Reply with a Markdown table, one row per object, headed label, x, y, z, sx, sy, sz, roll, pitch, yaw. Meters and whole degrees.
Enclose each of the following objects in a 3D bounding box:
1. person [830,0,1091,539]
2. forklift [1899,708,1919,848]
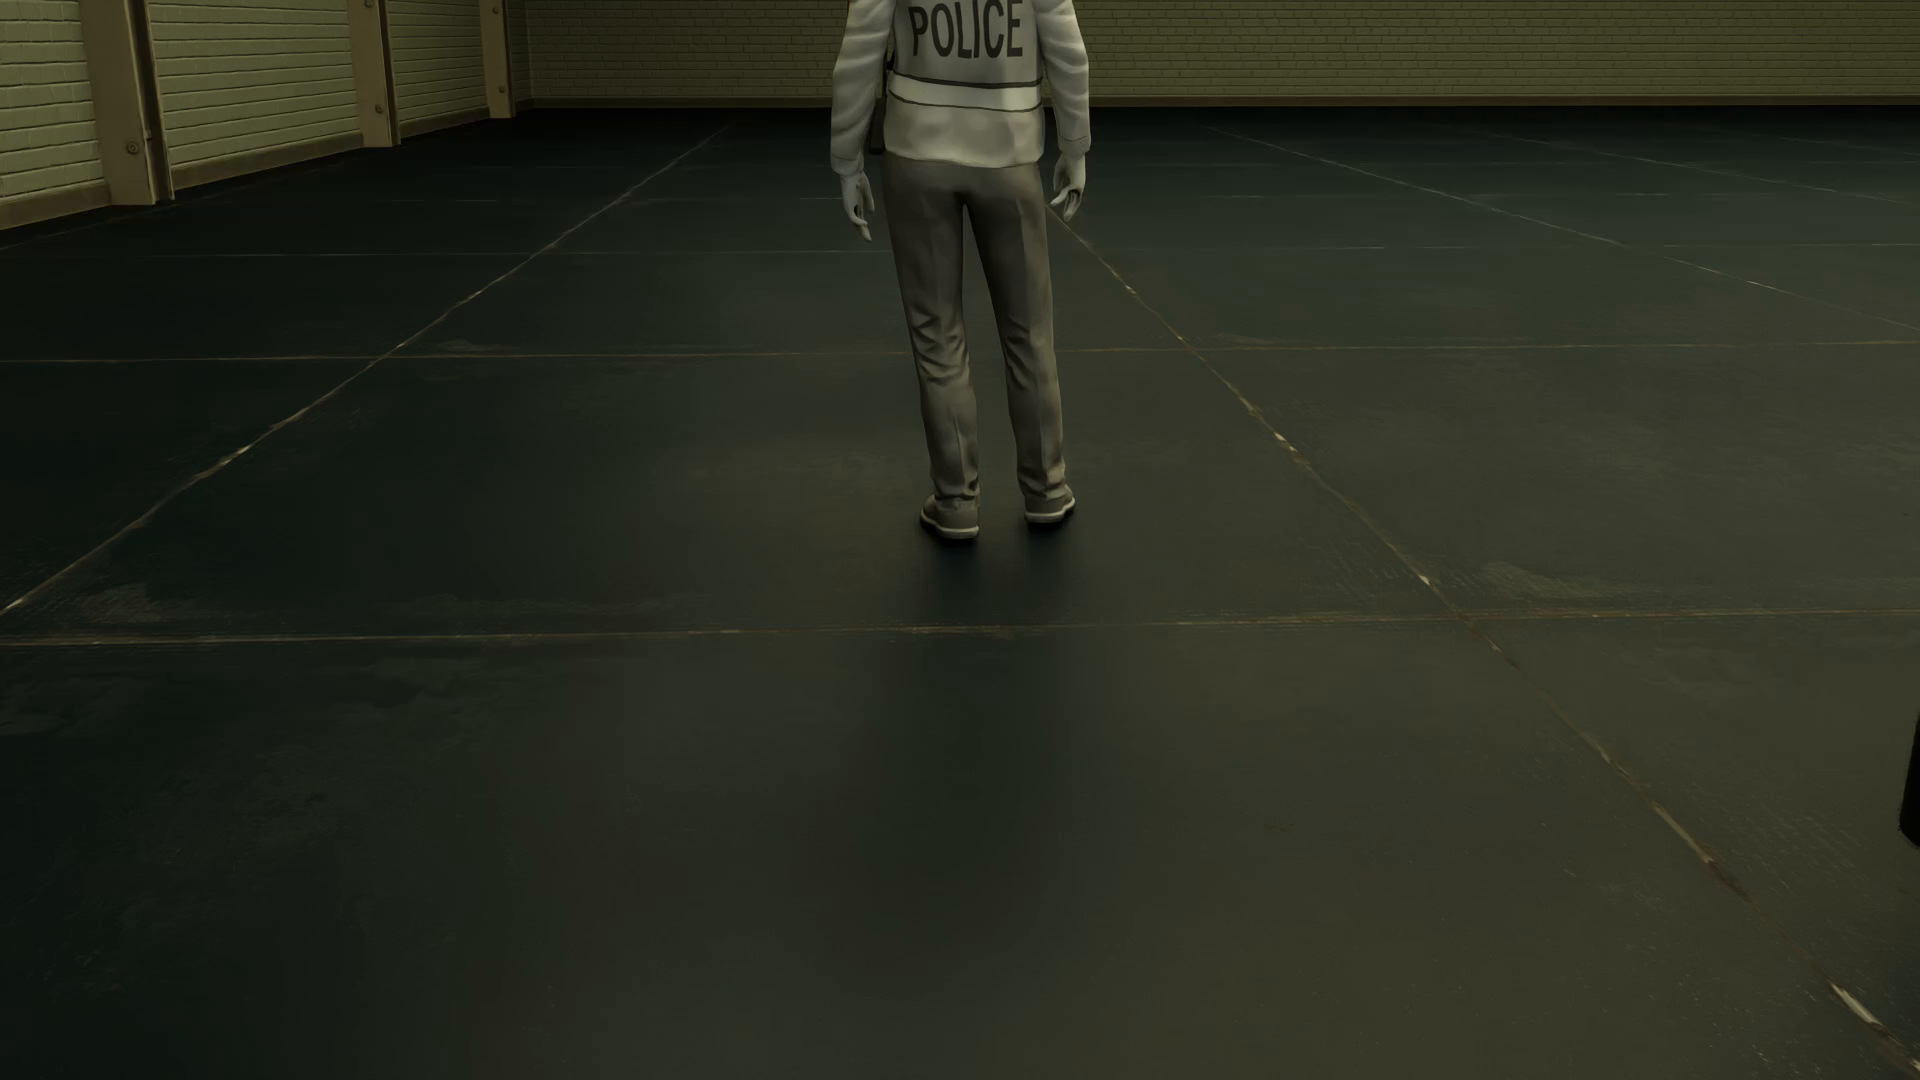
| label | x | y | z | sx | sy | sz | roll | pitch | yaw |
| --- | --- | --- | --- | --- | --- | --- | --- | --- | --- |
| person | 0.004 | -0.837 | 3.734 | 0.586 | 1.694 | 0.530 | -1 | 17 | -3 |
| forklift | 2.774 | -0.746 | 1.346 | 3.031 | 2.935 | 1.130 | 14 | 22 | 38 |
